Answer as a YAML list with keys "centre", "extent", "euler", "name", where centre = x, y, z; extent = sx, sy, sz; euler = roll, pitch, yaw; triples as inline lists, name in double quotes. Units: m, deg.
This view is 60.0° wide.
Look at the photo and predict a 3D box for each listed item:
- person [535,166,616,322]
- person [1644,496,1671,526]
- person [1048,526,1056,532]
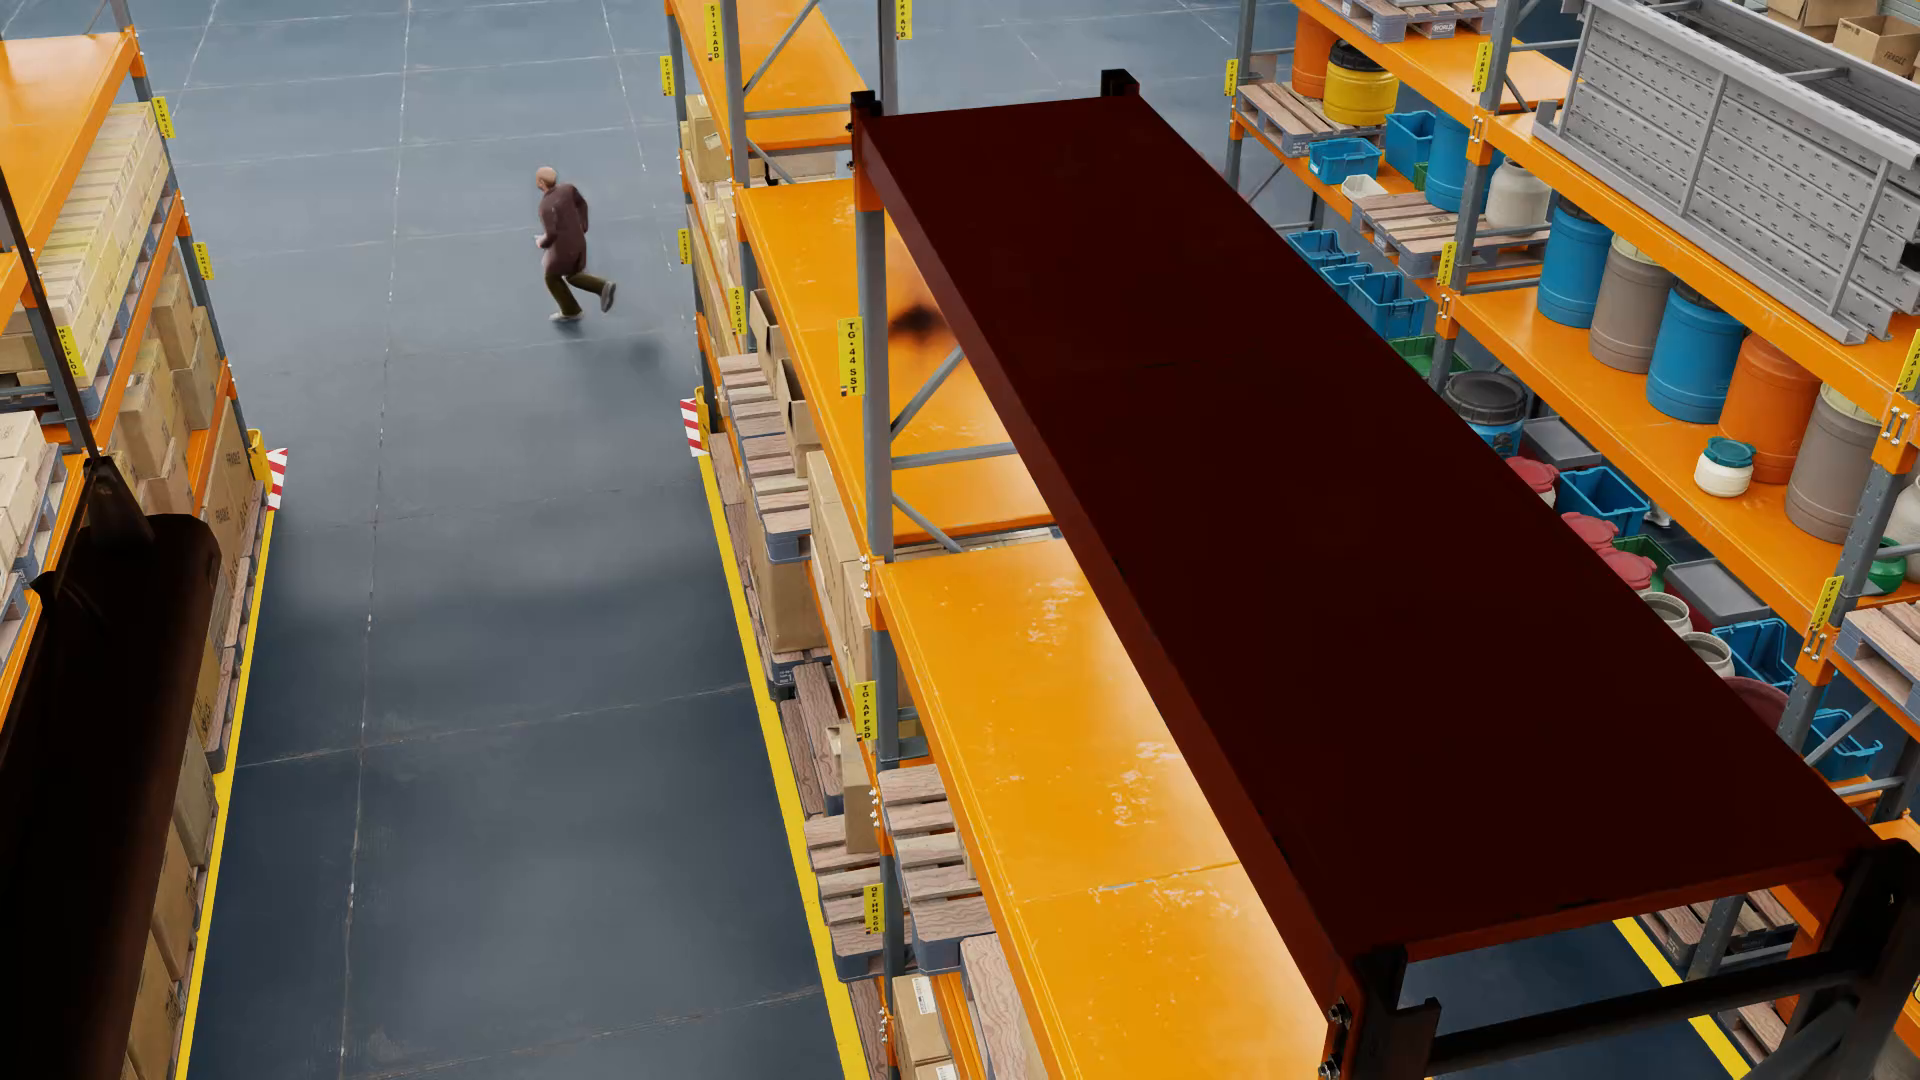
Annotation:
- centre: [-3.944, -2.951, 16.901]
  extent: [0.801, 1.743, 0.709]
  euler: [12, 36, 17]
  name: "person"
- centre: [5.896, -0.931, 13.979]
  extent: [0.569, 1.647, 0.642]
  euler: [-15, 37, -21]
  name: "person"
- centre: [0.476, -0.083, 12.718]
  extent: [0.667, 1.666, 0.532]
  euler: [-6, 35, -8]
  name: "person"
